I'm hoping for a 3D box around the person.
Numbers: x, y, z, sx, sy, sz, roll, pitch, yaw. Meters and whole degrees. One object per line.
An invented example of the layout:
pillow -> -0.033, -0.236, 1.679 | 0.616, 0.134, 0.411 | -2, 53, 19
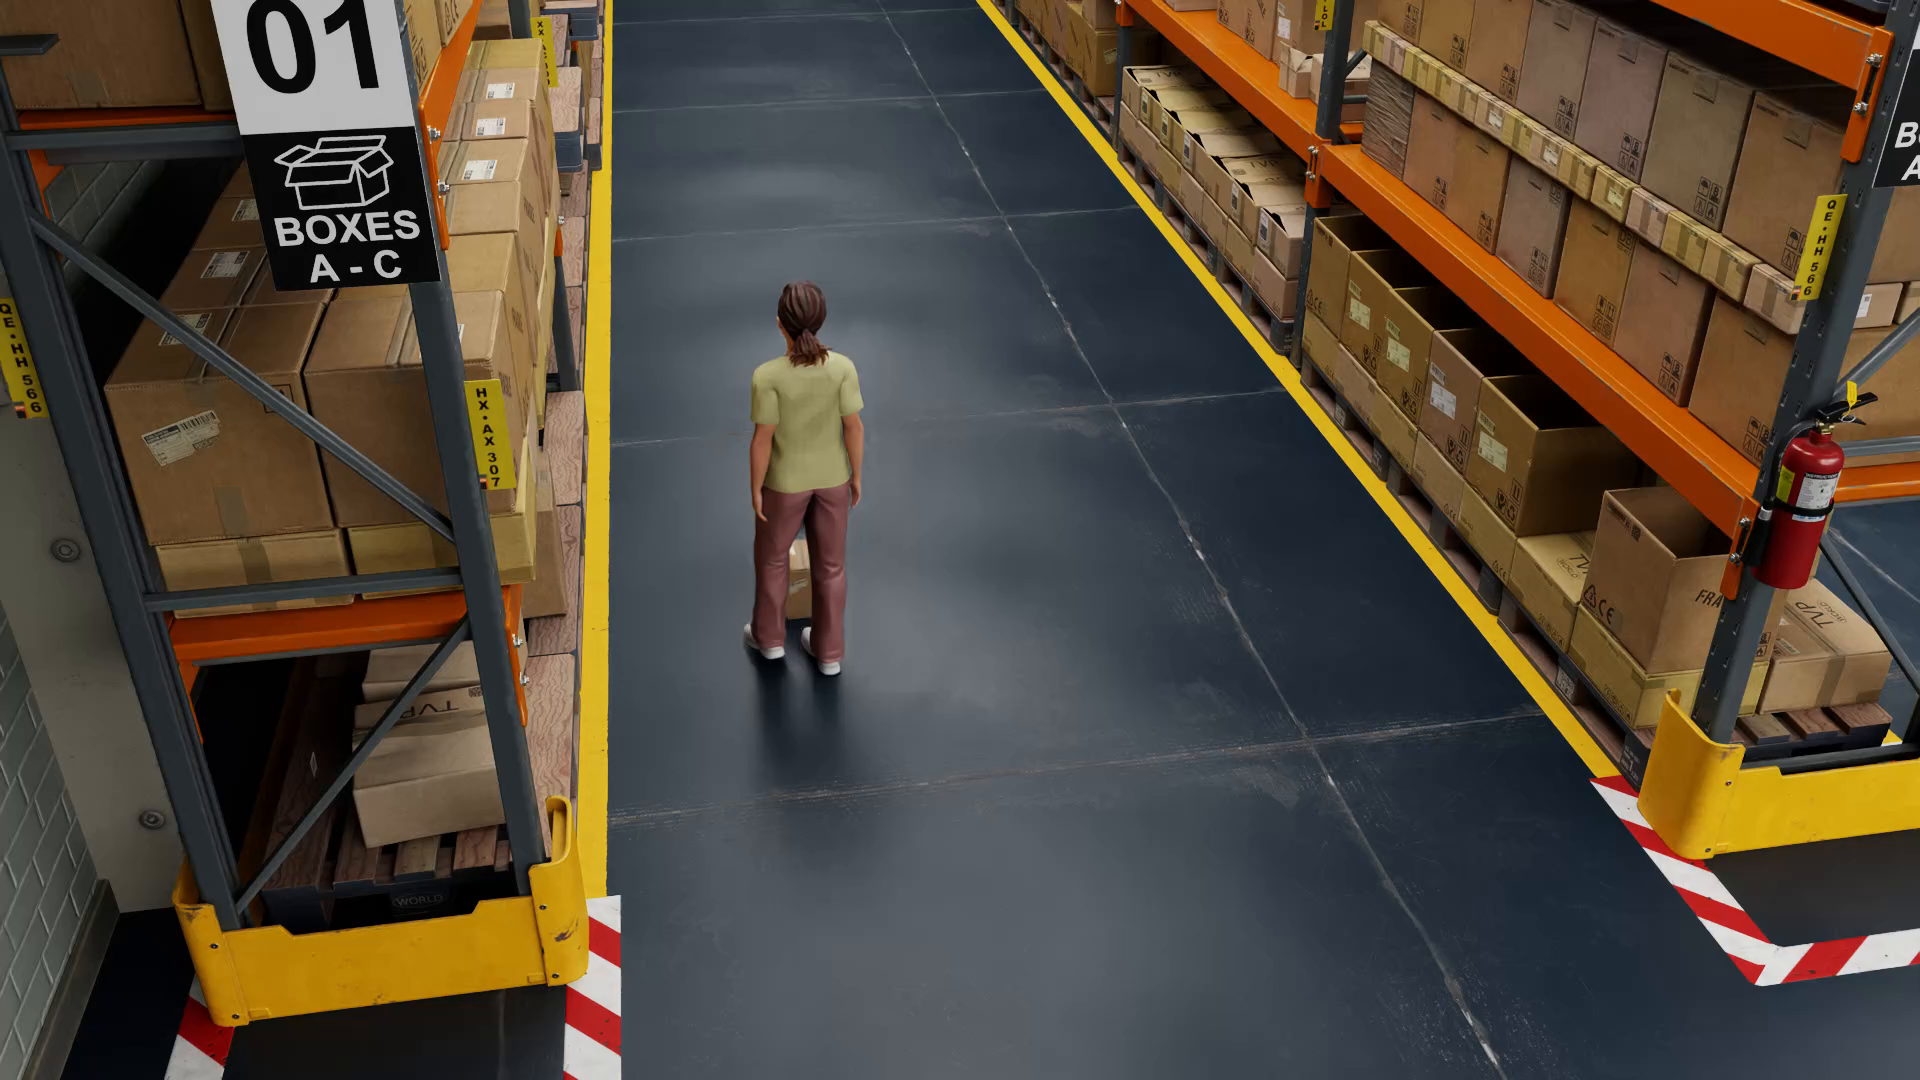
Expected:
person -> -0.636, -0.251, 6.545 | 0.470, 1.685, 0.498 | -10, 32, -16
